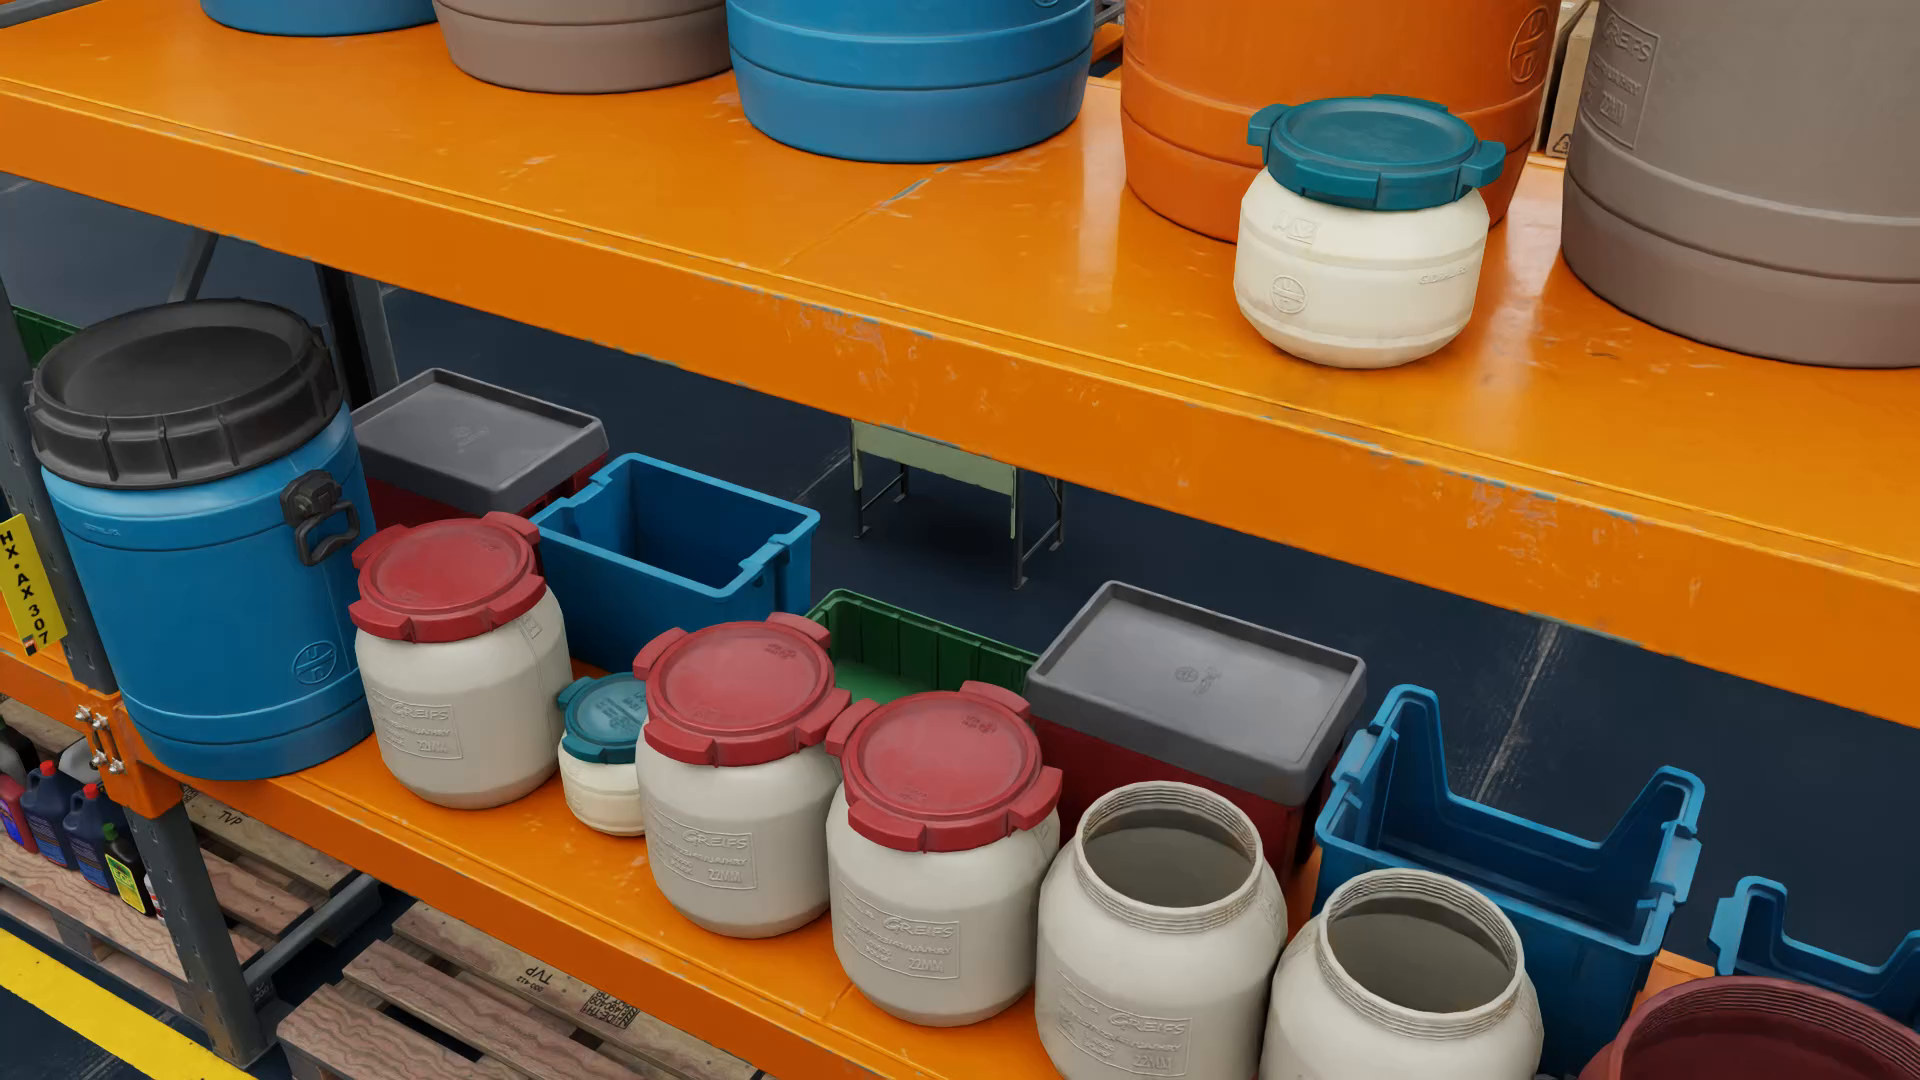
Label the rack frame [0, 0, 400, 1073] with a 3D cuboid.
[{"bbox_3d":[-1.765,-0.046,4.112,0.127,3.000,1.000,18,37,24],"label":"rack frame"}]

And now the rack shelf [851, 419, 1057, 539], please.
[{"bbox_3d":[-0.006,-0.355,6.518,0.720,0.370,0.431,18,37,24],"label":"rack shelf"}]

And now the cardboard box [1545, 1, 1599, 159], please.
[{"bbox_3d":[2.704,-1.823,6.692,0.500,0.500,0.500,16,37,22],"label":"cardboard box"}]

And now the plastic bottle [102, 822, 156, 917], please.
[{"bbox_3d":[-2.346,0.928,4.703,0.133,0.283,0.061,20,38,27],"label":"plastic bottle"}]

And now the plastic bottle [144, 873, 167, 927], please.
[{"bbox_3d":[-2.234,0.986,4.690,0.097,0.201,0.097,0,34,0],"label":"plastic bottle"}]

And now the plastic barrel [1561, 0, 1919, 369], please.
[{"bbox_3d":[1.103,-0.733,1.986,0.600,0.901,0.600,0,34,0],"label":"plastic barrel"}]

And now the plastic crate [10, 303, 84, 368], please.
[{"bbox_3d":[-2.803,-0.466,4.935,0.662,0.188,0.450,18,37,24],"label":"plastic crate"}]

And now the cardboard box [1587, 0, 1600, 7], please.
[{"bbox_3d":[4.272,-3.643,11.373,0.500,0.500,0.700,17,37,23],"label":"cardboard box"}]

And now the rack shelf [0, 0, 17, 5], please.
[{"bbox_3d":[-3.501,-1.545,4.306,4.000,0.370,1.077,18,37,24],"label":"rack shelf"}]

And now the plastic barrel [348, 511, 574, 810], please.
[{"bbox_3d":[-1.043,0.267,3.521,0.433,0.535,0.433,0,34,0],"label":"plastic barrel"}]

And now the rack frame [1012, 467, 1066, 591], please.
[{"bbox_3d":[0.312,-0.525,6.186,0.023,1.500,0.400,18,37,24],"label":"rack frame"}]

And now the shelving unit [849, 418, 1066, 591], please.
[{"bbox_3d":[-0.006,-0.626,6.337,0.755,1.500,0.431,18,37,24],"label":"shelving unit"}]

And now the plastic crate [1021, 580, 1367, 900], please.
[{"bbox_3d":[0.457,0.436,3.331,0.583,0.464,0.402,18,37,24],"label":"plastic crate"}]

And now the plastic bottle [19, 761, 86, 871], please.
[{"bbox_3d":[-2.634,0.783,4.861,0.185,0.351,0.144,16,37,22],"label":"plastic bottle"}]

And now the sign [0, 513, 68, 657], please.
[{"bbox_3d":[-2.047,0.101,3.642,0.005,0.325,0.100,18,37,24],"label":"sign"}]

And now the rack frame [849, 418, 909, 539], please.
[{"bbox_3d":[-0.324,-0.727,6.488,0.023,1.500,0.400,18,37,24],"label":"rack frame"}]

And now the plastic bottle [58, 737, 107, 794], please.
[{"bbox_3d":[-2.582,0.736,4.999,0.135,0.276,0.152,18,37,24],"label":"plastic bottle"}]

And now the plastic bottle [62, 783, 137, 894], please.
[{"bbox_3d":[-2.467,0.836,4.782,0.185,0.351,0.144,17,37,23],"label":"plastic bottle"}]

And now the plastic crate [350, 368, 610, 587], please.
[{"bbox_3d":[-1.193,-0.086,4.115,0.583,0.464,0.402,18,37,24],"label":"plastic crate"}]

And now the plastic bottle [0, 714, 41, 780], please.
[{"bbox_3d":[-2.886,0.666,5.098,0.133,0.283,0.061,18,37,24],"label":"plastic bottle"}]

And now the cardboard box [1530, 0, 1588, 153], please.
[{"bbox_3d":[2.247,-1.968,6.909,0.500,0.500,0.500,18,38,24],"label":"cardboard box"}]

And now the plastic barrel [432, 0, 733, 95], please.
[{"bbox_3d":[-0.648,-1.287,2.818,0.600,0.901,0.600,0,34,0],"label":"plastic barrel"}]

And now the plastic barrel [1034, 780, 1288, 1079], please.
[{"bbox_3d":[0.343,0.712,2.874,0.421,0.512,0.421,0,34,0],"label":"plastic barrel"}]

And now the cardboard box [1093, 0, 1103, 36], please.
[{"bbox_3d":[0.308,-2.589,7.841,0.500,0.500,0.700,17,37,23],"label":"cardboard box"}]

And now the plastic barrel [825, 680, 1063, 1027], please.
[{"bbox_3d":[-0.030,0.587,3.039,0.433,0.535,0.433,0,34,0],"label":"plastic barrel"}]

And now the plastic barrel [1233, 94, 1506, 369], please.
[{"bbox_3d":[0.488,-0.374,2.024,0.301,0.262,0.301,0,34,0],"label":"plastic barrel"}]

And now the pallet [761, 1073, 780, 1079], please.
[{"bbox_3d":[0.000,1.647,4.086,1.213,0.211,1.003,18,37,24],"label":"pallet"}]

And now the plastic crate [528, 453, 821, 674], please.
[{"bbox_3d":[-0.653,0.115,3.886,0.575,0.384,0.392,18,37,24],"label":"plastic crate"}]

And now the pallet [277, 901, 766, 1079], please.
[{"bbox_3d":[-1.064,1.312,4.589,1.213,0.211,1.003,18,37,24],"label":"pallet"}]

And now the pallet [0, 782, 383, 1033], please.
[{"bbox_3d":[-2.327,0.910,5.192,1.213,0.211,1.003,18,37,24],"label":"pallet"}]

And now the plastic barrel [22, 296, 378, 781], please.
[{"bbox_3d":[-1.580,-0.002,3.595,0.708,0.901,0.600,18,37,24],"label":"plastic barrel"}]

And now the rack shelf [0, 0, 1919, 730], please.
[{"bbox_3d":[-0.028,-0.445,2.654,4.000,0.370,1.077,18,37,24],"label":"rack shelf"}]

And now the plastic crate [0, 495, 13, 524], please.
[{"bbox_3d":[-2.860,-0.157,4.414,0.616,0.251,0.499,18,37,24],"label":"plastic crate"}]

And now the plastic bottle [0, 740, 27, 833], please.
[{"bbox_3d":[-2.914,0.694,4.995,0.185,0.351,0.144,17,37,24],"label":"plastic bottle"}]

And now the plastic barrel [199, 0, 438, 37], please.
[{"bbox_3d":[-1.216,-1.467,3.089,0.708,0.901,0.600,18,37,24],"label":"plastic barrel"}]

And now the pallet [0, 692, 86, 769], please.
[{"bbox_3d":[-3.391,0.575,5.695,1.213,0.211,1.003,18,37,24],"label":"pallet"}]

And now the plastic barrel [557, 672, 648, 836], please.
[{"bbox_3d":[-0.692,0.450,3.493,0.301,0.262,0.301,0,34,0],"label":"plastic barrel"}]

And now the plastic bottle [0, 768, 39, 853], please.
[{"bbox_3d":[-2.796,0.786,4.917,0.133,0.283,0.061,20,39,27],"label":"plastic bottle"}]

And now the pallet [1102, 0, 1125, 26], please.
[{"bbox_3d":[1.487,-4.155,12.799,1.213,0.211,1.003,18,37,24],"label":"pallet"}]

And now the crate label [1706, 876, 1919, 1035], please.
[{"bbox_3d":[1.528,0.828,2.951,0.416,0.233,0.303,18,37,24],"label":"crate label"}]

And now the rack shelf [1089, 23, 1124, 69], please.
[{"bbox_3d":[-1.040,-2.679,8.715,4.000,0.370,1.077,18,37,24],"label":"rack shelf"}]

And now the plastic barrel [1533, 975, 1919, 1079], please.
[{"bbox_3d":[1.155,1.016,2.395,0.708,0.536,0.600,18,37,24],"label":"plastic barrel"}]

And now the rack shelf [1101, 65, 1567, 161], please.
[{"bbox_3d":[2.433,-1.579,7.063,4.000,0.370,1.077,18,37,24],"label":"rack shelf"}]

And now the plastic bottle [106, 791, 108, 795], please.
[{"bbox_3d":[-2.396,0.766,4.886,0.185,0.351,0.144,18,37,24],"label":"plastic bottle"}]

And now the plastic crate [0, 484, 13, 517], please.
[{"bbox_3d":[-2.156,-0.225,4.437,0.504,0.338,0.767,18,37,24],"label":"plastic crate"}]

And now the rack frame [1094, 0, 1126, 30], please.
[{"bbox_3d":[0.696,-2.428,7.690,0.127,3.000,1.000,18,37,24],"label":"rack frame"}]

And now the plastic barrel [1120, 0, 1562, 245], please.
[{"bbox_3d":[0.535,-0.883,2.276,0.708,0.830,0.600,18,37,24],"label":"plastic barrel"}]

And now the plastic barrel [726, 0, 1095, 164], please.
[{"bbox_3d":[-0.080,-1.108,2.548,0.708,0.901,0.600,18,37,24],"label":"plastic barrel"}]

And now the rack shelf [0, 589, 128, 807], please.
[{"bbox_3d":[-3.501,-0.296,5.137,4.000,0.370,1.077,18,37,24],"label":"rack shelf"}]

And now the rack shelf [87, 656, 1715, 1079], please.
[{"bbox_3d":[-0.028,0.804,3.485,4.000,0.370,1.077,18,37,24],"label":"rack shelf"}]

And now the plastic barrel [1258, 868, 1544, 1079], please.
[{"bbox_3d":[0.709,0.828,2.700,0.421,0.512,0.421,0,34,0],"label":"plastic barrel"}]

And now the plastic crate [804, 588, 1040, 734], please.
[{"bbox_3d":[-0.113,0.386,3.656,0.662,0.188,0.450,18,37,24],"label":"plastic crate"}]

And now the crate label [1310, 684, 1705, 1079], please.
[{"bbox_3d":[0.980,0.636,3.056,0.616,0.435,0.502,18,37,24],"label":"crate label"}]

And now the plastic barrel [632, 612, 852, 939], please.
[{"bbox_3d":[-0.406,0.468,3.218,0.433,0.535,0.433,0,34,0],"label":"plastic barrel"}]
